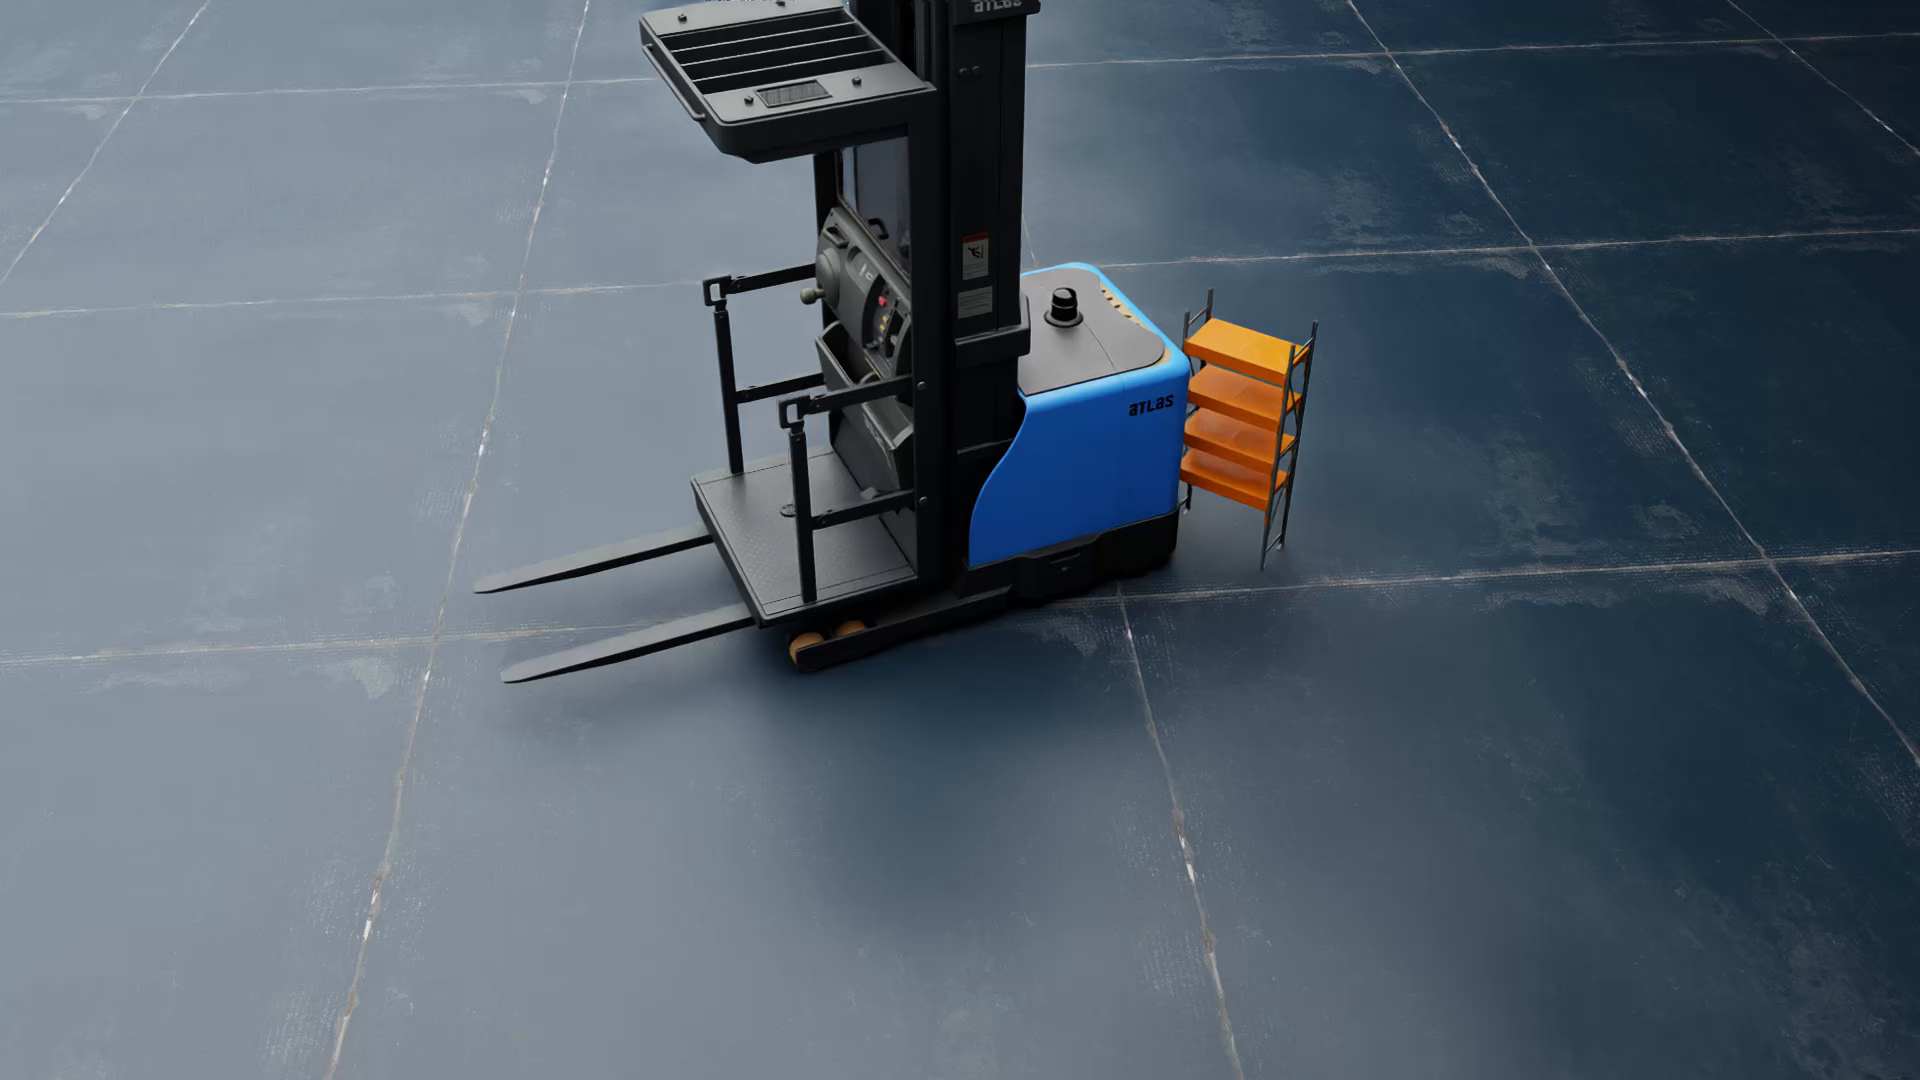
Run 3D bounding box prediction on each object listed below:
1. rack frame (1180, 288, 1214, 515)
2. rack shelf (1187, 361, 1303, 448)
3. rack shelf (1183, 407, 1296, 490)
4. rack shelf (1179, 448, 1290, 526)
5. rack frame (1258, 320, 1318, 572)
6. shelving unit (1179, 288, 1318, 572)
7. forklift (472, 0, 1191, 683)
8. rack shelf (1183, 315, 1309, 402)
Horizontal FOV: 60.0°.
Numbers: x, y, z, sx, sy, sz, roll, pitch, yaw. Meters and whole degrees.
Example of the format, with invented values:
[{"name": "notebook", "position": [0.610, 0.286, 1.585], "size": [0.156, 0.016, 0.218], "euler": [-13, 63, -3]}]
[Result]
[{"name": "rack frame", "position": [1.026, -0.559, 7.489], "size": [0.015, 1.200, 0.240], "euler": [23, 44, 26]}, {"name": "rack shelf", "position": [1.229, -0.597, 7.286], "size": [0.480, 0.148, 0.258], "euler": [23, 44, 26]}, {"name": "rack shelf", "position": [1.229, -0.422, 7.424], "size": [0.480, 0.148, 0.258], "euler": [23, 44, 26]}, {"name": "rack shelf", "position": [1.229, -0.266, 7.547], "size": [0.480, 0.148, 0.258], "euler": [23, 44, 26]}, {"name": "rack frame", "position": [1.431, -0.390, 7.276], "size": [0.015, 1.200, 0.240], "euler": [23, 44, 26]}, {"name": "shelving unit", "position": [1.229, -0.474, 7.383], "size": [0.503, 1.200, 0.258], "euler": [23, 44, 26]}, {"name": "forklift", "position": [-0.576, -0.968, 6.611], "size": [3.031, 2.935, 1.130], "euler": [-15, 41, -18]}, {"name": "rack shelf", "position": [1.229, -0.783, 7.139], "size": [0.480, 0.148, 0.258], "euler": [23, 44, 26]}]
